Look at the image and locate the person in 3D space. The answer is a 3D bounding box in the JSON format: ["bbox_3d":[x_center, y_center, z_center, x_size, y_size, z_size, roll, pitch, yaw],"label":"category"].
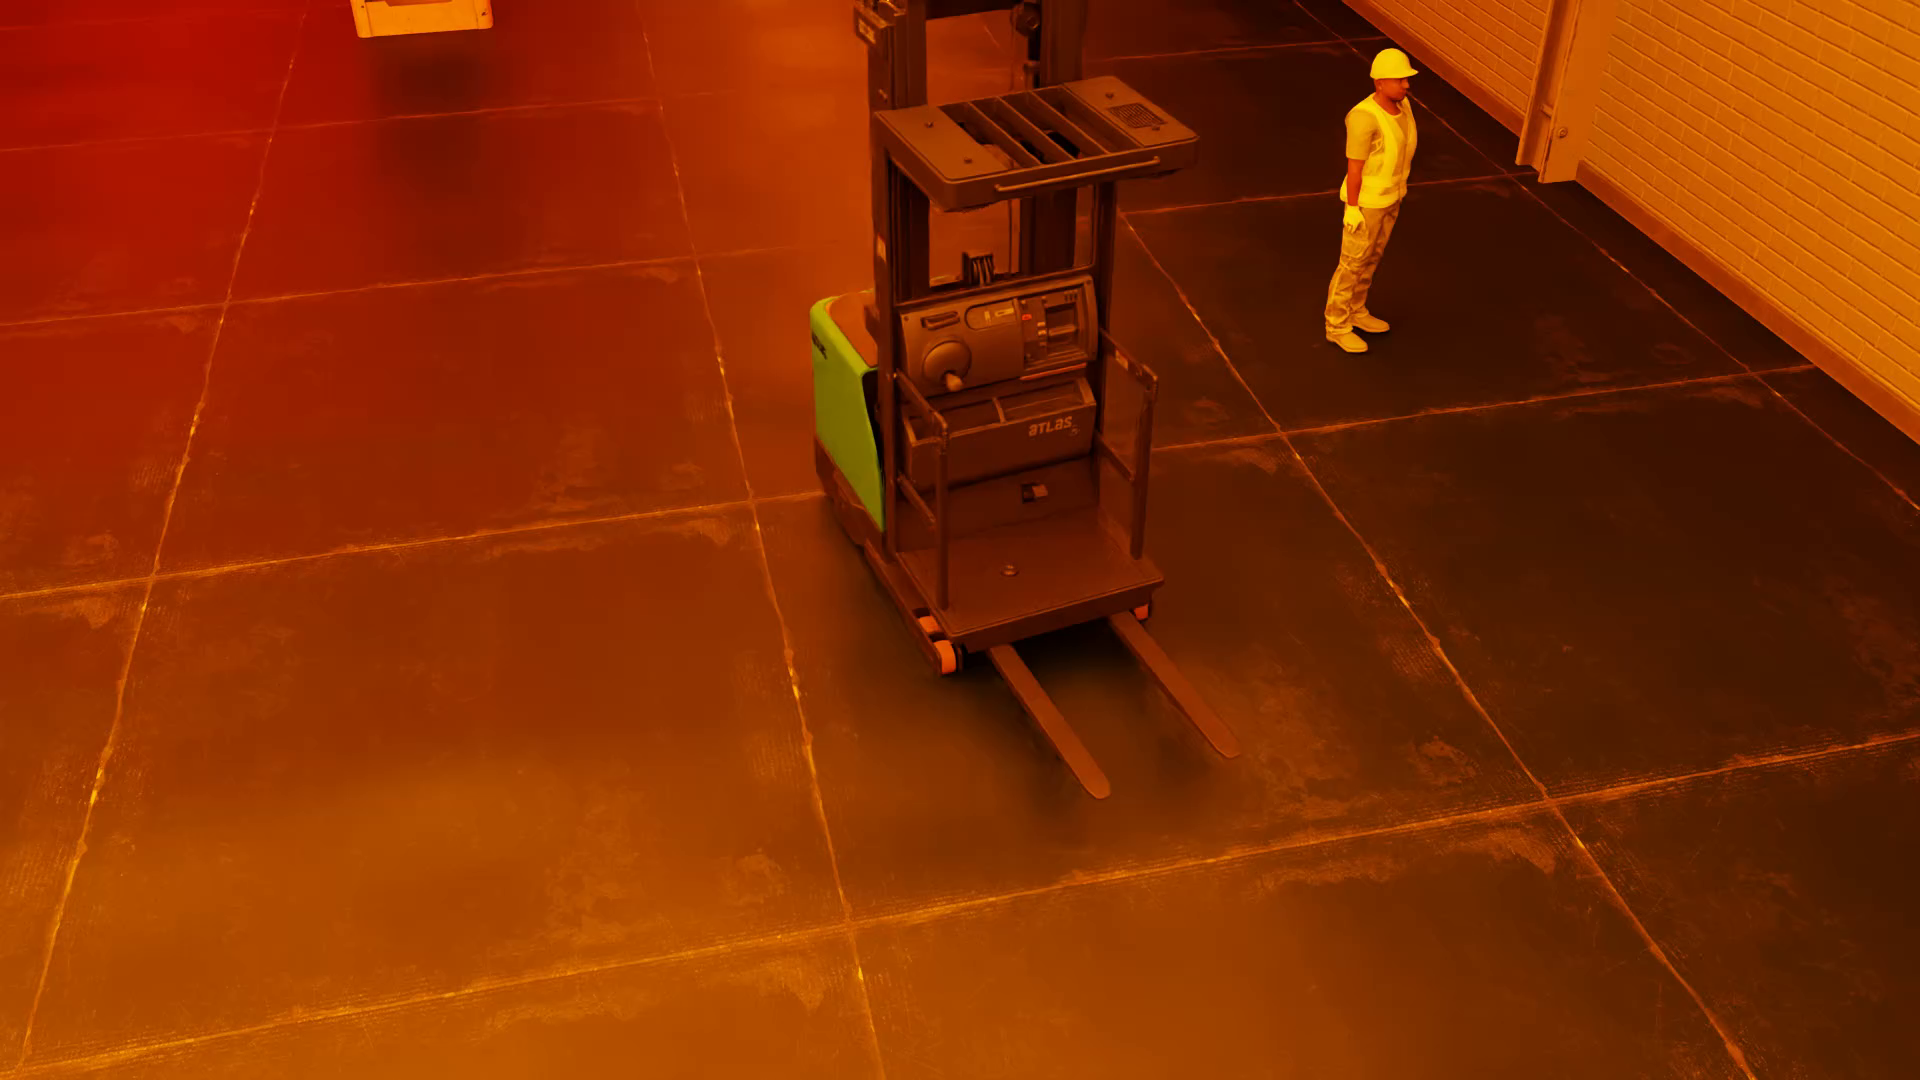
[{"bbox_3d":[2.452,-2.010,9.823,0.369,1.790,0.547,25,43,30],"label":"person"}]

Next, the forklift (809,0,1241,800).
[{"bbox_3d":[0.269,-0.849,7.230,1.130,2.935,3.031,-14,38,-19],"label":"forklift"}]
